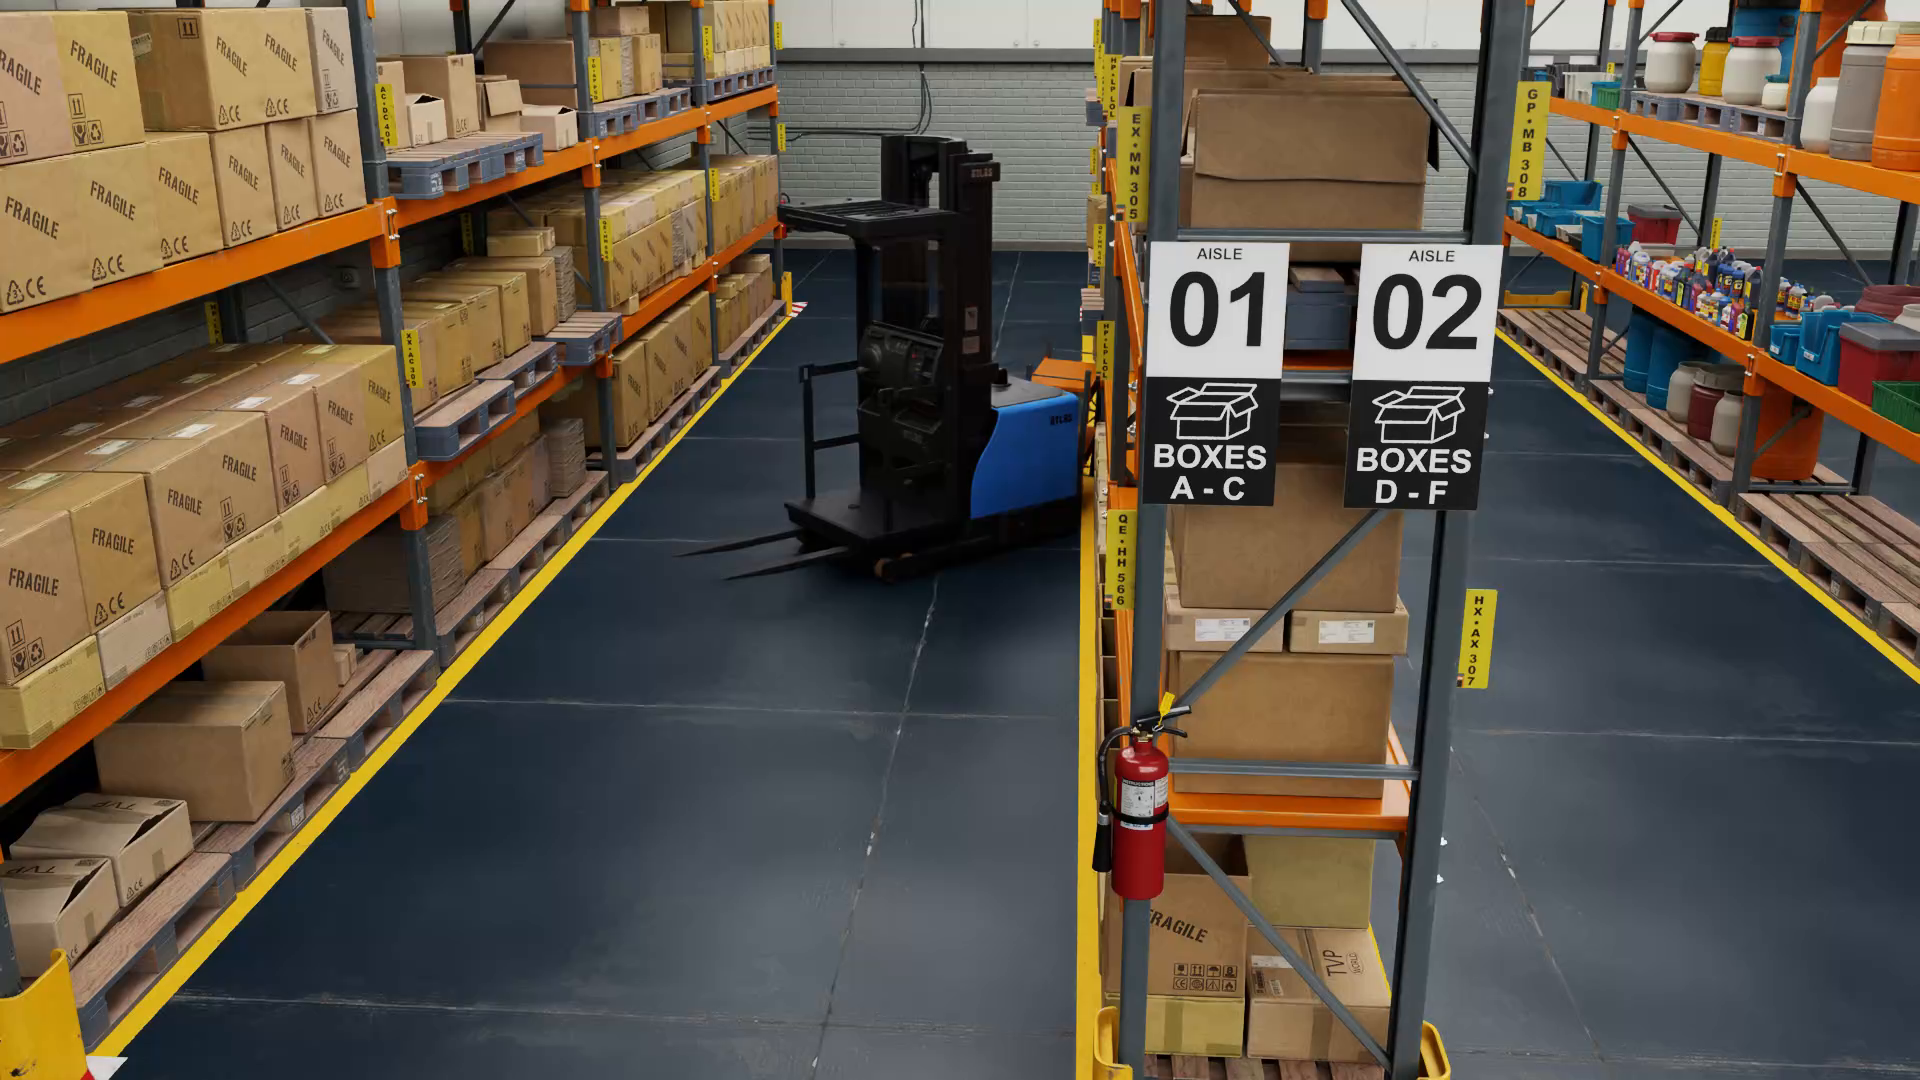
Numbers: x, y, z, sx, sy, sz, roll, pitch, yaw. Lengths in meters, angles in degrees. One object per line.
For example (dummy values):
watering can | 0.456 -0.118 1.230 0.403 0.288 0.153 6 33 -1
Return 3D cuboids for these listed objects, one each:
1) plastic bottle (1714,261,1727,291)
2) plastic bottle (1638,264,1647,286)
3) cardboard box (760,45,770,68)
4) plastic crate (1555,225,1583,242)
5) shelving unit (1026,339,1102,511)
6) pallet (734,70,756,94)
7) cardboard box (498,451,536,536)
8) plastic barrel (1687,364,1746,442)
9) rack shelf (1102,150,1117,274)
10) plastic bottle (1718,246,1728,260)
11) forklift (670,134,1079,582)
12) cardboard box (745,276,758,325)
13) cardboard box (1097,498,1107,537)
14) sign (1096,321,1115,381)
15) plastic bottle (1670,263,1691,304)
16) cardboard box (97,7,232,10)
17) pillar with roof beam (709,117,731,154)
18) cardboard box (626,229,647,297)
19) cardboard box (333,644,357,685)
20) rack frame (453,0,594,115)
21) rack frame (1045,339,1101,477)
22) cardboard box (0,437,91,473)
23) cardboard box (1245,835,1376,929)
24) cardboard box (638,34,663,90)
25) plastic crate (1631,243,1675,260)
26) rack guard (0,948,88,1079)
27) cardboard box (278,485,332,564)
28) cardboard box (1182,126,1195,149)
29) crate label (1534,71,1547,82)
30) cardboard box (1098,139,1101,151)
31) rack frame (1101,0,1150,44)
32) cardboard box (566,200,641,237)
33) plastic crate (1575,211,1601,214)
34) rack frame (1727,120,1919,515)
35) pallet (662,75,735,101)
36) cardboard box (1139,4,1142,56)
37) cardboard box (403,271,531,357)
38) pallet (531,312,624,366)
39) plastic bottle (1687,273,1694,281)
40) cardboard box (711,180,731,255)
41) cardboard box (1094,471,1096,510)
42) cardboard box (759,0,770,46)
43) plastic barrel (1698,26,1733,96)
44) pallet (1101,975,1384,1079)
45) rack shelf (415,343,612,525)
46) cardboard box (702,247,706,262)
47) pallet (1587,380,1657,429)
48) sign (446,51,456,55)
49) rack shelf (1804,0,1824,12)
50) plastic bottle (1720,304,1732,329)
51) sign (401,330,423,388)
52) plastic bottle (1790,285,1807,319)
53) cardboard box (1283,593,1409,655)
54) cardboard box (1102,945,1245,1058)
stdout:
plastic bottle | 6.951 -2.409 15.165 0.097 0.271 0.097 0 18 0
plastic bottle | 6.363 -2.464 15.445 0.097 0.201 0.097 0 18 0
cardboard box | -2.538 -5.705 19.604 0.500 0.250 0.500 2 18 6
plastic crate | 6.670 -3.324 18.077 0.293 0.136 0.466 1 18 4
shelving unit | 0.827 -0.946 13.436 0.538 1.125 1.048 7 19 10
pallet | -2.878 -5.109 18.524 1.003 0.211 1.213 1 18 4
cardboard box | -3.483 -0.336 11.939 0.700 0.500 0.500 1 18 4
plastic barrel | 6.657 -1.188 14.428 0.600 0.588 0.708 1 18 4
rack shelf | 1.474 -2.205 10.673 1.077 0.370 4.000 1 18 4
plastic bottle | 7.105 -2.557 15.488 0.144 0.351 0.185 1 18 4
forklift | -0.586 -1.287 11.644 3.031 2.935 1.130 -13 22 -35
cardboard box | -2.772 -2.817 19.543 0.700 0.500 0.500 1 18 2
cardboard box | 1.143 -0.109 10.778 0.500 0.311 0.500 1 18 4
sign | 0.789 -1.022 8.992 0.100 0.325 0.005 1 18 4
plastic bottle | 6.319 -2.245 14.536 0.144 0.351 0.185 1 18 4
cardboard box | -3.930 -2.421 8.380 0.500 0.500 0.500 2 18 5
pillar with roof beam | 0.875 -7.949 22.231 9.100 9.000 0.400 1 18 4
cardboard box | -2.987 -2.358 14.132 0.500 0.500 0.500 2 18 6
cardboard box | -3.619 0.694 9.330 0.380 0.166 0.250 -1 18 -3
rack frame | -3.324 -4.703 12.324 1.000 3.000 0.127 1 18 4
rack frame | 0.928 -1.098 13.911 0.500 1.125 0.032 7 19 10
cardboard box | -3.997 -0.130 7.007 0.500 0.500 0.500 1 18 2
cardboard box | 1.338 1.176 6.554 0.500 0.500 0.500 1 18 4
cardboard box | -3.209 -4.505 15.671 0.700 0.500 0.500 0 18 1
plastic crate | 7.021 -2.918 16.837 0.396 0.136 0.243 1 18 4
rack guard | -3.892 1.797 6.136 1.175 0.500 0.348 1 18 4
cardboard box | -3.407 -0.083 8.068 0.500 0.250 0.500 1 18 4
cardboard box | 0.904 -1.443 6.437 0.500 0.311 0.500 3 18 10
crate label | 6.743 -5.191 18.869 0.408 0.251 0.502 1 18 4
cardboard box | 1.826 -4.300 18.963 0.500 0.500 0.500 2 18 5
rack frame | 2.191 -7.078 19.572 1.000 3.000 0.127 1 18 4
cardboard box | -2.996 -2.709 13.998 0.500 0.250 0.500 1 18 3
plastic crate | 7.254 -3.761 19.412 0.396 0.136 0.243 1 18 4
rack frame | 6.558 -1.631 12.583 1.000 3.000 0.127 1 18 4
pallet | -2.968 -4.731 17.371 1.003 0.211 1.213 1 18 4
cardboard box | 1.728 -4.143 13.665 0.500 0.500 0.500 1 18 4
cardboard box | -3.414 -1.575 11.545 0.700 0.500 0.500 1 18 4
pallet | -3.268 -1.537 12.605 1.213 0.211 1.003 1 18 4
plastic bottle | 6.327 -2.163 14.394 0.061 0.283 0.133 1 18 4
cardboard box | -2.982 -3.405 17.516 0.980 0.700 0.700 2 18 5
cardboard box | 1.252 -0.323 12.334 0.500 0.250 0.500 1 18 2
cardboard box | -2.530 -6.061 19.487 0.500 0.500 0.500 1 18 4
plastic barrel | 6.982 -4.300 14.934 0.600 0.588 0.600 0 18 0
pallet | 1.057 1.829 6.503 1.003 0.211 1.213 1 18 4
rack shelf | -3.467 -0.889 11.474 1.077 0.370 4.000 1 18 4
cardboard box | -2.779 -2.873 16.745 0.380 0.149 0.250 1 18 4
pallet | 6.748 -1.309 16.080 1.003 0.211 1.213 1 18 4
sign | -3.877 -3.576 12.744 0.100 0.325 0.005 1 18 4
rack shelf | 6.415 -3.329 9.927 1.077 0.370 4.000 1 18 4
plastic bottle | 6.211 -1.809 13.445 0.097 0.201 0.097 0 18 0
sign | -3.069 -1.011 9.302 0.100 0.325 0.005 1 18 4
plastic bottle | 7.006 -1.989 13.883 0.097 0.271 0.097 0 18 0
cardboard box | 1.287 0.269 5.582 0.380 0.149 0.250 1 18 4
cardboard box | 0.788 1.676 6.232 0.500 0.250 0.500 1 18 4
